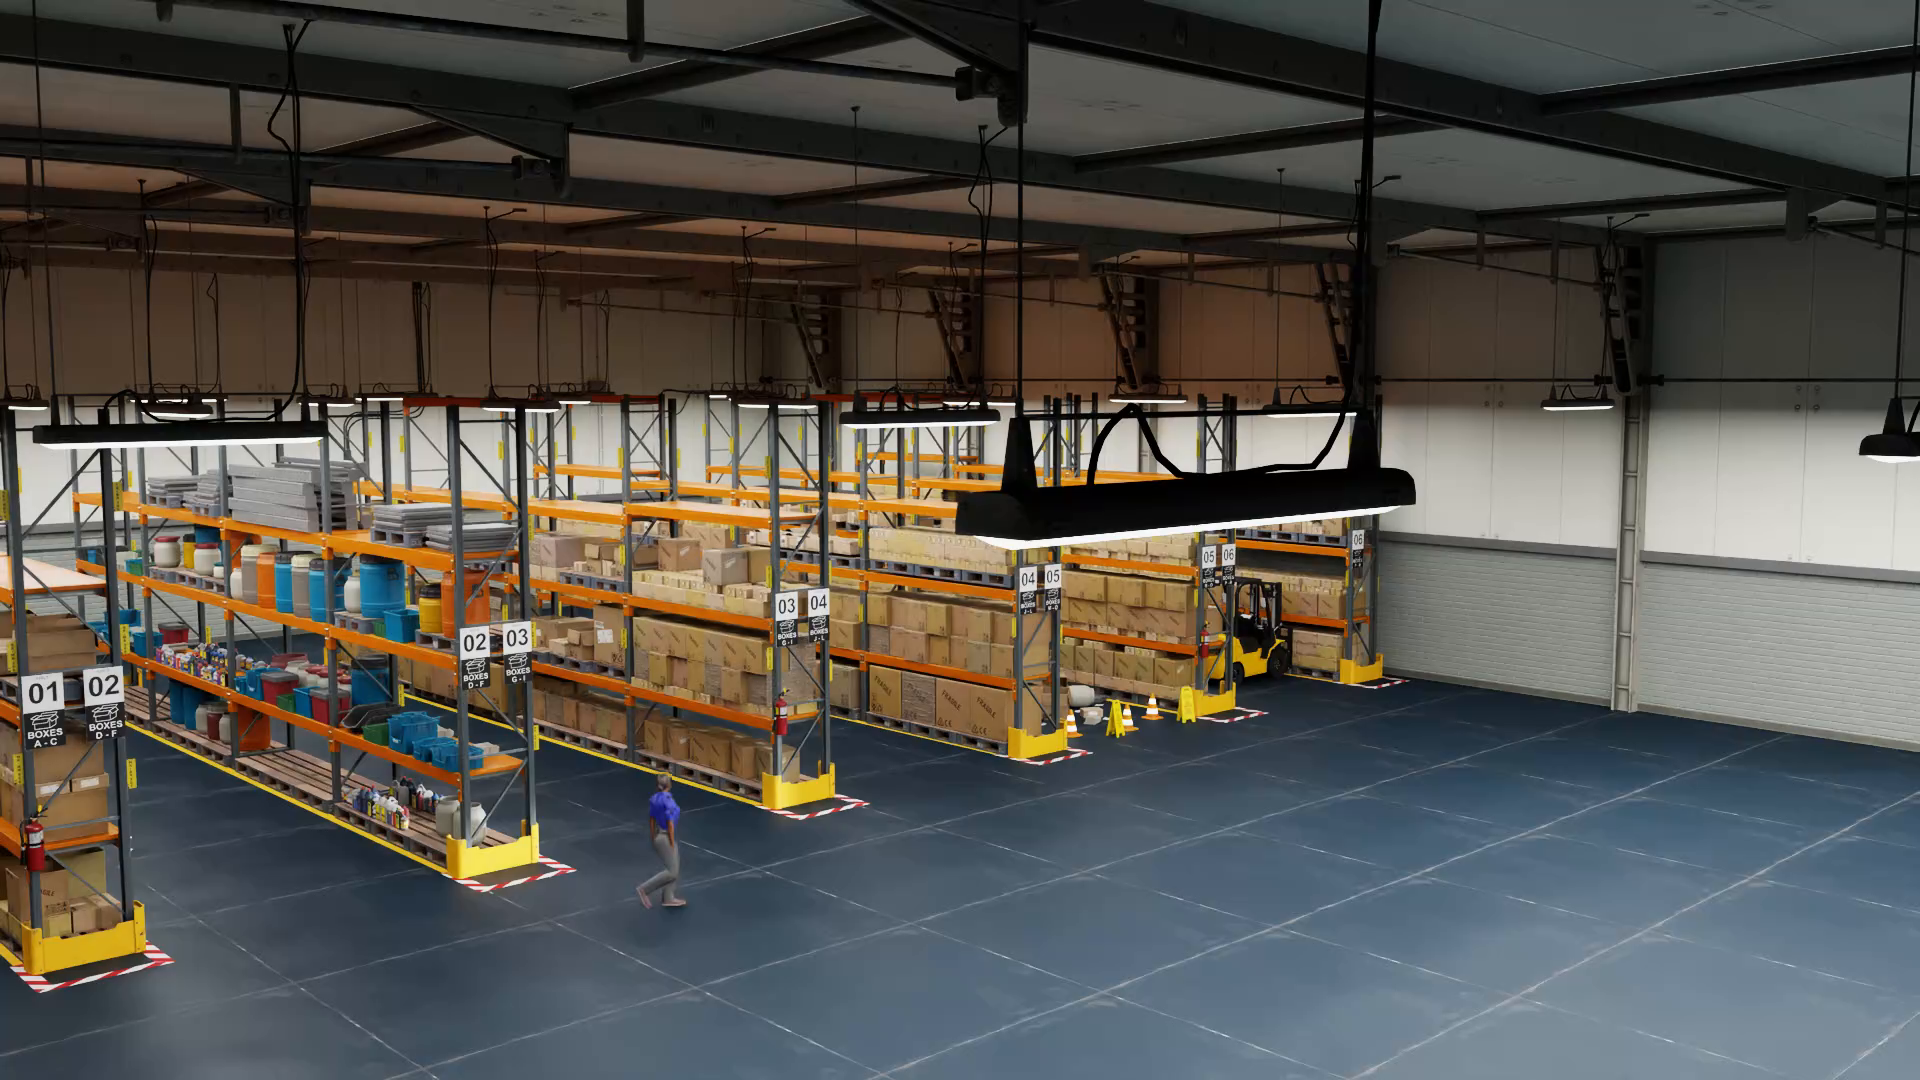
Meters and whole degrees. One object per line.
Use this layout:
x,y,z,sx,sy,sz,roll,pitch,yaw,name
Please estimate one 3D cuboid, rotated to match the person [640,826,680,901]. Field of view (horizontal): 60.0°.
-3.578,3.878,19.854,0.478,0.934,0.413,-1,6,-11,person
